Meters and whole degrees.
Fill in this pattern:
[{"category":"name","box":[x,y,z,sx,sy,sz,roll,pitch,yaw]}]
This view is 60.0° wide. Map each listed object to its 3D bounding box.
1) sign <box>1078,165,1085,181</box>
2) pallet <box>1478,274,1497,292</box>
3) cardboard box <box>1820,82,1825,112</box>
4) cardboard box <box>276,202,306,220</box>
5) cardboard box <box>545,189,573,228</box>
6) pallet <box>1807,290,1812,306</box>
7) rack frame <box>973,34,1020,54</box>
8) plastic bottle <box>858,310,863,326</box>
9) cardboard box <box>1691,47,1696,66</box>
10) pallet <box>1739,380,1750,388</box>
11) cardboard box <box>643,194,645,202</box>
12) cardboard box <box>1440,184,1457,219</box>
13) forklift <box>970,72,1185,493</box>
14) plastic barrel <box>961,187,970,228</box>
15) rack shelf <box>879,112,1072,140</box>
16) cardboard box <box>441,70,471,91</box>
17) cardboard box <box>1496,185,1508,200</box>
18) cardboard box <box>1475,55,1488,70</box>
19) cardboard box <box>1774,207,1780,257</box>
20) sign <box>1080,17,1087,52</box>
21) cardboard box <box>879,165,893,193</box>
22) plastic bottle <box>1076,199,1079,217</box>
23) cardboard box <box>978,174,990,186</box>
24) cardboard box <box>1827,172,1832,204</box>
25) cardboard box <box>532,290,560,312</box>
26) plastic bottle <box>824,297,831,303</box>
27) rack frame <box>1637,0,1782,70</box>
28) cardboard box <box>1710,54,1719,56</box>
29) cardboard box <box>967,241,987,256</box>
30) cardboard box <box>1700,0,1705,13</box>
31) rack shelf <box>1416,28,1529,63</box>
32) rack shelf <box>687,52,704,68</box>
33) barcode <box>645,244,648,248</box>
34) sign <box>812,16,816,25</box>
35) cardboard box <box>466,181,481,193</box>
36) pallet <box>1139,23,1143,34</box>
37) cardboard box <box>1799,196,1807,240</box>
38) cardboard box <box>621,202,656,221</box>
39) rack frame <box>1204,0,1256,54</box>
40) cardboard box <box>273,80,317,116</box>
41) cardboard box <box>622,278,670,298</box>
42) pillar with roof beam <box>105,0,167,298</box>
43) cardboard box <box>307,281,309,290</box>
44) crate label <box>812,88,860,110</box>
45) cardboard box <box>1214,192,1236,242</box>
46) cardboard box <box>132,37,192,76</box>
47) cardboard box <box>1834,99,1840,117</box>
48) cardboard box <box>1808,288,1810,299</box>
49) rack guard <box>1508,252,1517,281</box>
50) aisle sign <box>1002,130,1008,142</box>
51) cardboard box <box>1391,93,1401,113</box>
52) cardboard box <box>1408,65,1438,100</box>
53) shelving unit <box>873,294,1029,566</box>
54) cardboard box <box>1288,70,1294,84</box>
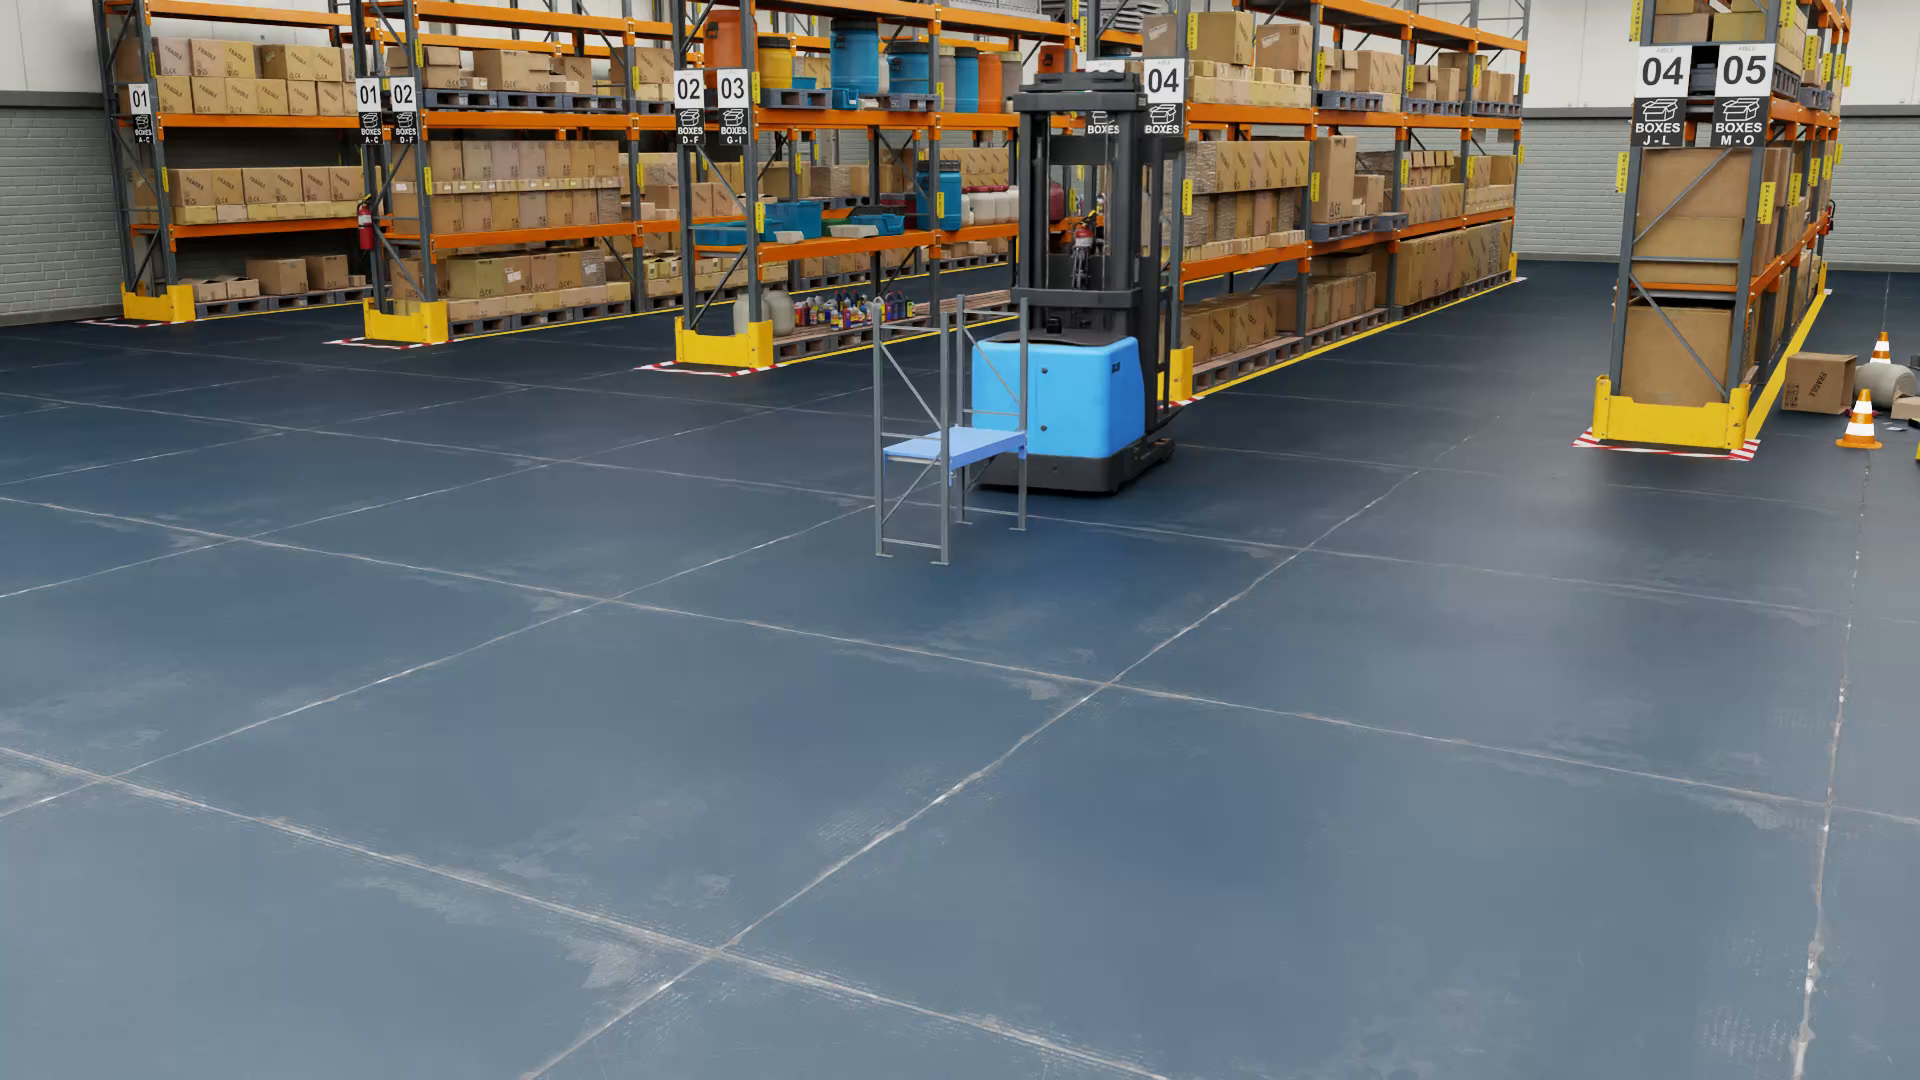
[{"category":"sign","box":[1.195,-3.666,16.195,0.100,0.325,0.005,7,15,28]},{"category":"pallet","box":[8.497,-4.387,28.281,1.003,0.211,1.213,7,15,28]},{"category":"cardboard box","box":[10.576,-5.638,20.908,0.500,0.500,0.500,7,15,28]},{"category":"cardboard box","box":[-10.087,-4.883,24.663,0.500,0.250,0.500,8,15,29]},{"category":"cardboard box","box":[-5.769,-4.572,22.883,0.700,0.500,0.500,8,16,29]},{"category":"pallet","box":[12.648,-3.799,25.842,1.003,0.211,1.213,7,15,28]},{"category":"rack frame","box":[0.736,-10.205,33.662,1.000,3.000,0.127,7,15,28]},{"category":"plastic bottle","box":[-1.253,-2.745,20.552,0.097,0.201,0.097,0,14,0]},{"category":"cardboard box","box":[5.951,-4.047,13.946,0.380,0.149,0.250,8,15,29]},{"category":"pallet","box":[6.873,-1.366,15.751,1.003,0.211,1.213,7,15,28]},{"category":"cardboard box","box":[-6.104,-6.559,31.831,0.380,0.149,0.250,7,15,26]},{"category":"cardboard box","box":[7.240,-5.165,25.346,0.500,0.500,0.500,8,16,30]},{"category":"forklift","box":[1.070,-2.058,12.816,1.130,2.935,3.031,5,14,20]},{"category":"plastic barrel","box":[-0.076,-4.502,22.517,0.433,0.535,0.433,0,14,0]},{"category":"rack shelf","box":[0.236,-5.783,23.256,1.077,0.370,4.000,7,15,28]},{"category":"cardboard box","box":[-6.673,-5.929,21.453,0.500,0.250,0.500,7,15,28]},{"category":"cardboard box","box":[9.158,-6.003,28.720,0.500,0.250,0.500,7,15,27]},{"category":"cardboard box","box":[8.421,-7.876,27.480,0.500,0.250,0.500,7,15,26]},{"category":"cardboard box","box":[7.730,-3.116,16.740,0.875,0.550,0.550,7,15,28]},{"category":"sign","box":[1.195,-4.838,15.913,0.100,0.325,0.005,7,15,28]},{"category":"cardboard box","box":[-1.622,-6.649,30.602,0.700,0.500,0.500,2,14,9]},{"category":"plastic bottle","box":[1.775,-5.095,25.543,0.097,0.271,0.097,0,14,0]},{"category":"cardboard box","box":[0.264,-7.006,32.979,0.500,0.500,0.500,8,15,28]},{"category":"cardboard box","box":[13.707,-5.654,26.739,0.500,0.500,0.500,8,16,29]},{"category":"cardboard box","box":[-5.818,-3.265,22.649,0.500,0.250,0.500,7,15,28]},{"category":"plastic bottle","box":[-1.692,-2.971,21.315,0.061,0.283,0.133,8,16,31]},{"category":"rack frame","box":[5.964,-5.216,12.970,1.000,3.000,0.127,7,15,28]},{"category":"cardboard box","box":[6.686,-4.523,15.072,0.500,0.250,0.500,8,15,29]},{"category":"cardboard box","box":[0.203,-5.834,33.263,0.500,0.250,0.500,7,15,28]},{"category":"cardboard box","box":[6.076,-4.488,14.073,0.380,0.149,0.250,8,16,29]},{"category":"rack shelf","box":[8.439,-8.127,27.432,1.077,0.370,4.000,7,15,28]},{"category":"rack shelf","box":[-4.569,-9.811,34.416,1.077,0.370,4.000,7,15,28]},{"category":"barcode","box":[-4.577,-4.297,24.303,0.001,0.075,0.075,7,15,28]},{"category":"sign","box":[-3.134,-11.193,35.601,0.100,0.325,0.005,7,15,28]},{"category":"cardboard box","box":[-6.373,-4.531,21.331,0.380,0.149,0.250,7,15,28]},{"category":"pallet","box":[2.763,-8.363,27.277,1.003,0.211,1.213,7,15,28]},{"category":"cardboard box","box":[9.849,-3.867,19.960,0.500,0.500,0.500,7,15,28]},{"category":"cardboard box","box":[-4.865,-4.859,24.610,0.500,0.250,0.500,9,16,32]},{"category":"rack frame","box":[5.070,-9.643,31.331,1.000,3.000,0.127,7,15,28]},{"category":"cardboard box","box":[-9.921,-6.551,24.652,0.500,0.500,0.500,7,15,26]},{"category":"cardboard box","box":[-4.653,-3.748,24.653,0.500,0.250,0.500,7,15,27]},{"category":"pillar with roof beam","box":[-7.987,-7.236,21.349,9.100,9.000,0.400,7,15,28]},{"category":"cardboard box","box":[-10.194,-3.889,25.408,0.380,0.149,0.250,6,15,24]},{"category":"crate label","box":[-1.470,-5.176,19.521,0.502,0.251,0.408,7,15,28]},{"category":"cardboard box","box":[2.377,-3.399,17.386,0.875,0.500,0.500,7,15,28]},{"category":"cardboard box","box":[-10.938,-6.620,22.804,0.500,0.500,0.500,6,15,24]},{"category":"cardboard box","box":[12.979,-6.527,25.129,0.500,0.250,0.500,8,16,31]},{"category":"cardboard box","box":[12.223,-3.618,24.329,0.380,0.149,0.250,7,15,26]},{"category":"rack guard","box":[9.418,-4.955,30.019,1.175,0.500,0.348,7,15,28]},{"category":"aisle sign","box":[1.037,-8.531,33.974,0.394,0.787,0.004,7,15,28]},{"category":"cardboard box","box":[5.524,-5.784,22.044,0.500,0.250,0.500,7,15,28]},{"category":"cardboard box","box":[6.508,-6.658,24.234,0.797,0.503,0.637,7,15,27]},{"category":"shelving unit","box":[-0.041,-0.712,10.285,0.538,1.500,1.048,7,15,28]},{"category":"cardboard box","box":[3.446,-5.077,18.262,0.380,0.149,0.250,7,15,25]}]
